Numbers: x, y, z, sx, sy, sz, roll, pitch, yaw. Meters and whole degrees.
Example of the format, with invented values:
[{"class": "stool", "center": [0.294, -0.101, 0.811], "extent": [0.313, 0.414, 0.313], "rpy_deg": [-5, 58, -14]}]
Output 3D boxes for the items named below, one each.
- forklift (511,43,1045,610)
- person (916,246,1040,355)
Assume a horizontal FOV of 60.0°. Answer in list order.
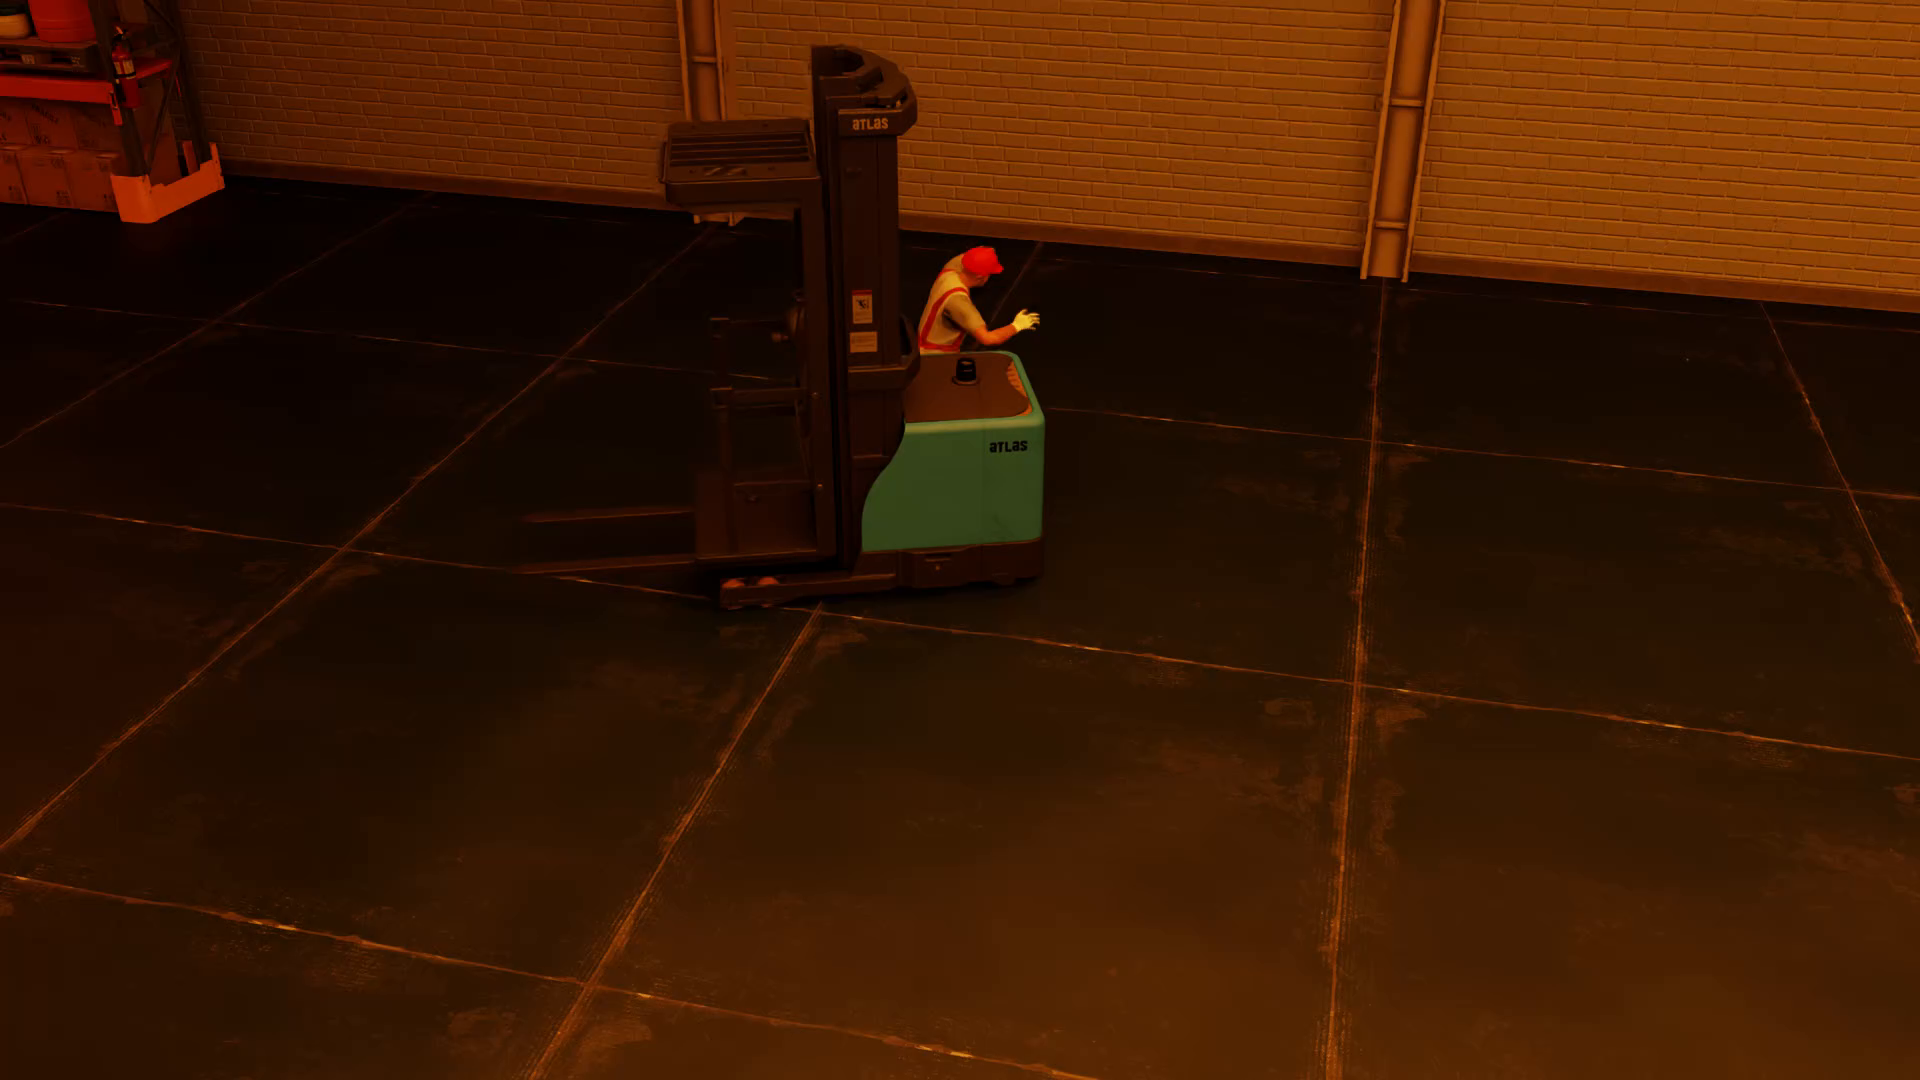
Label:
[{"class": "forklift", "center": [-1.072, -1.157, 9.212], "extent": [3.031, 2.935, 1.130], "rpy_deg": [-4, 30, -7]}, {"class": "person", "center": [0.099, -1.207, 10.770], "extent": [0.810, 1.472, 1.613], "rpy_deg": [-1, 30, -2]}]
